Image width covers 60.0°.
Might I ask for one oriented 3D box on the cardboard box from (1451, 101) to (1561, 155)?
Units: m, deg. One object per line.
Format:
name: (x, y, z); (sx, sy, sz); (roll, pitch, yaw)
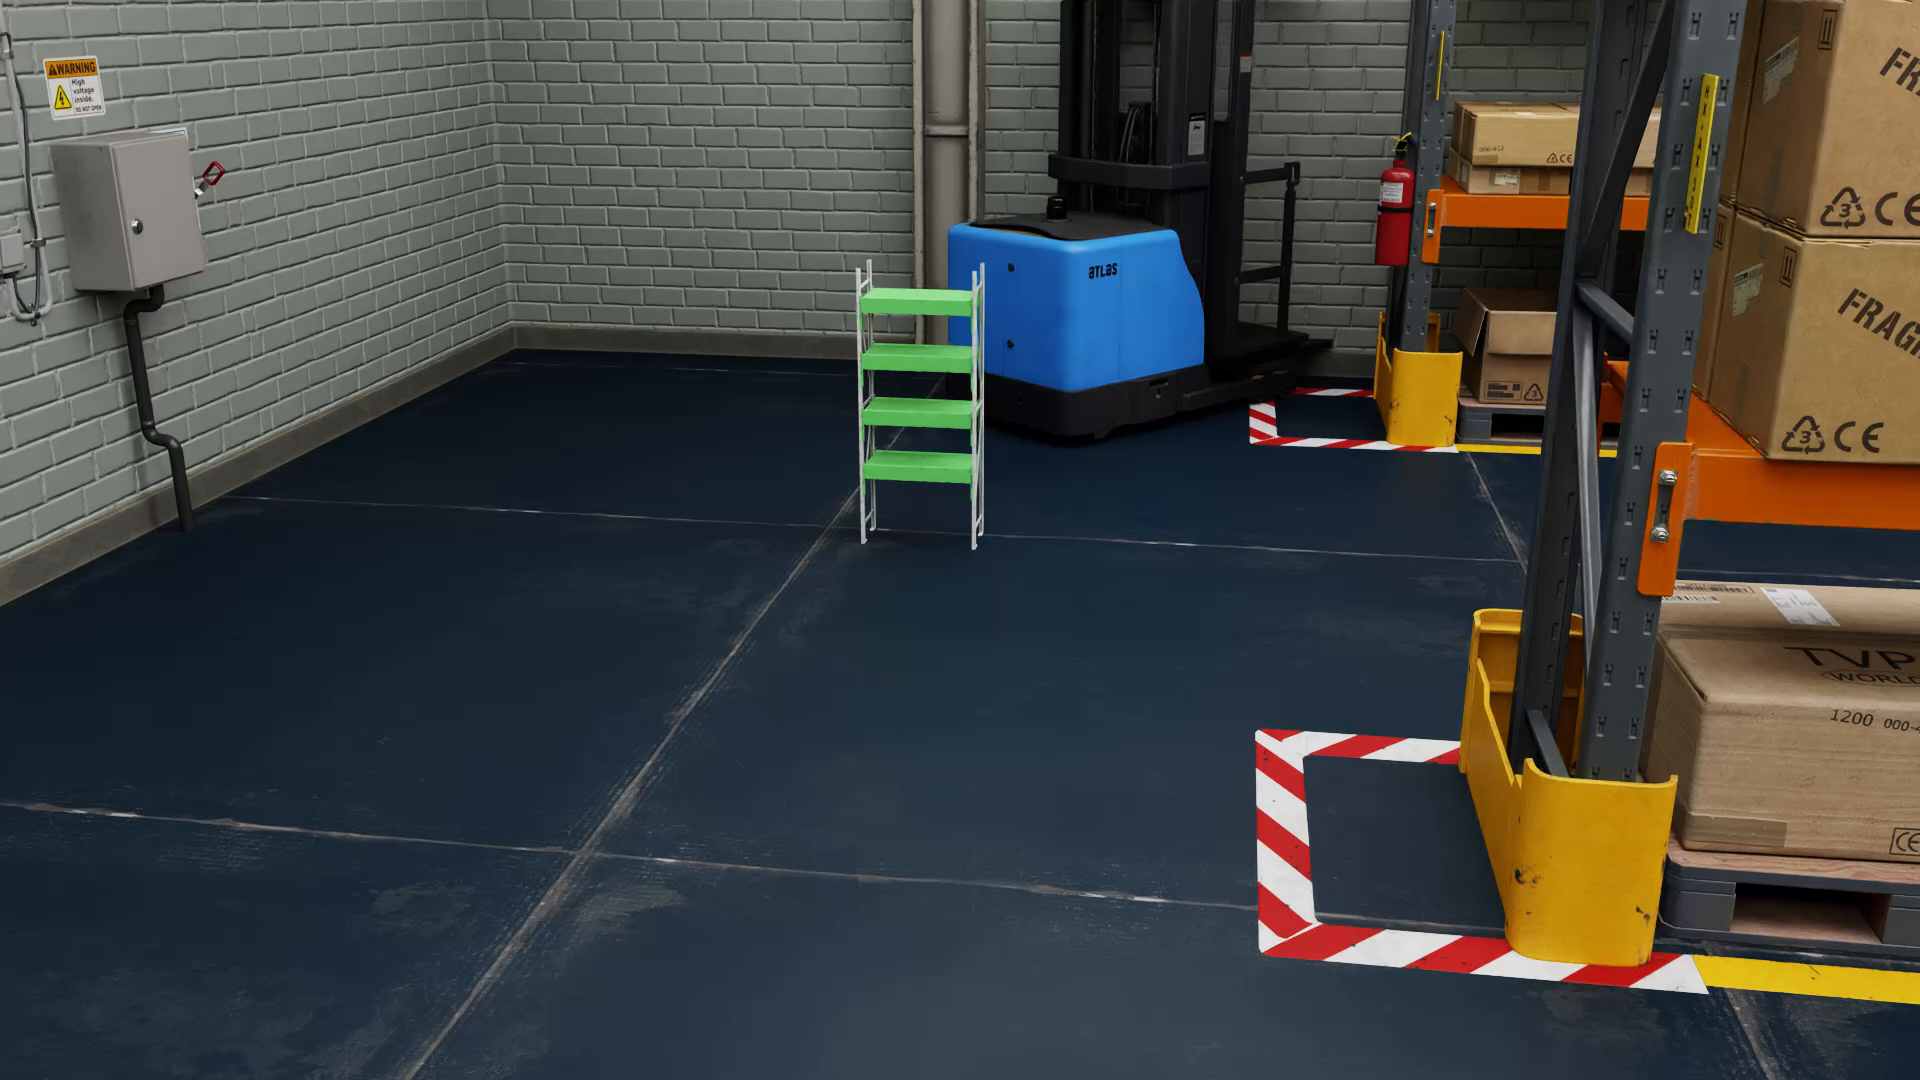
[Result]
cardboard box: (2.951, -2.233, 9.016); (0.500, 0.250, 0.500); (3, 19, 10)

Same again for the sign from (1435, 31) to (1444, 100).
sign: (2.369, -2.343, 8.215); (0.005, 0.325, 0.100); (3, 19, 9)

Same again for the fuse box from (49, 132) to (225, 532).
fuse box: (-3.423, -0.864, 7.188); (0.414, 1.711, 0.539); (3, 19, 9)

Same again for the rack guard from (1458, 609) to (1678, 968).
rack guard: (1.647, 0.637, 4.613); (0.348, 0.500, 1.175); (3, 19, 9)

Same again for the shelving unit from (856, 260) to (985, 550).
shelving unit: (-0.163, -0.577, 7.138); (0.503, 1.200, 0.258); (3, 19, 9)

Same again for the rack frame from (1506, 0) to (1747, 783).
rack frame: (1.671, -0.548, 4.212); (0.127, 3.000, 1.000); (3, 19, 9)

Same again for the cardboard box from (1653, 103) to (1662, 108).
cardboard box: (3.948, -2.180, 8.859); (0.500, 0.250, 0.500); (4, 19, 10)

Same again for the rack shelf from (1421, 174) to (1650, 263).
rack shelf: (4.429, -1.661, 8.674); (4.000, 0.370, 1.077); (3, 19, 9)

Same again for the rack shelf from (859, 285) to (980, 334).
rack shelf: (-0.163, -0.972, 7.006); (0.480, 0.148, 0.258); (3, 19, 9)

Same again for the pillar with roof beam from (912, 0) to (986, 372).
pillar with roof beam: (-0.747, -4.017, 5.127); (0.400, 9.000, 9.100); (3, 19, 9)

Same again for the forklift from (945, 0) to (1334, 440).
forklift: (1.351, -2.293, 9.537); (3.031, 2.935, 1.130); (-16, 24, -39)

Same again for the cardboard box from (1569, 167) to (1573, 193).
cardboard box: (3.259, -1.881, 8.592); (0.250, 0.149, 0.380); (3, 19, 8)

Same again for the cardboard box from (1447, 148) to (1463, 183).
cardboard box: (2.824, -2.051, 9.102); (0.250, 0.149, 0.380); (3, 19, 8)

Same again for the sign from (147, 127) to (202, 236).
sign: (-3.549, -1.595, 7.492); (0.001, 0.494, 0.329); (3, 19, 9)

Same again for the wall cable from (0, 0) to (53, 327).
wall cable: (-3.687, -1.751, 6.207); (0.122, 1.984, 0.588); (3, 19, 9)

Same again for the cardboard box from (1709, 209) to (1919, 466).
cardboard box: (2.099, -0.481, 3.855); (0.500, 0.500, 0.500); (3, 19, 8)

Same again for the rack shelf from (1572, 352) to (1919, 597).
rack shelf: (3.646, -0.106, 4.026); (4.000, 0.370, 1.077); (3, 19, 9)

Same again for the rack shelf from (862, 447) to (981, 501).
rack shelf: (-0.163, -0.289, 7.234); (0.480, 0.148, 0.258); (3, 19, 9)

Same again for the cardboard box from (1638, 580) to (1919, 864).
cardboard box: (2.339, 0.470, 4.547); (0.875, 0.438, 0.875); (2, 19, 7)

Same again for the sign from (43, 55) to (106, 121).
sign: (-3.636, -1.860, 6.832); (0.001, 0.242, 0.339); (3, 19, 9)

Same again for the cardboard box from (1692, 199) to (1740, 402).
cardboard box: (2.189, -0.654, 4.372); (0.500, 0.500, 0.500); (3, 19, 9)

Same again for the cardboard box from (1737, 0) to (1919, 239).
cardboard box: (2.100, -0.956, 3.699); (0.500, 0.500, 0.500); (3, 19, 7)

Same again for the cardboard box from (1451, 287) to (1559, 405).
cardboard box: (3.044, -1.058, 9.009); (0.637, 0.503, 0.797); (2, 19, 6)

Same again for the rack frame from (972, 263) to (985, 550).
rack frame: (0.077, -0.565, 7.101); (0.015, 1.200, 0.240); (3, 19, 9)

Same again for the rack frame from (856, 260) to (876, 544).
rack frame: (-0.404, -0.590, 7.174); (0.015, 1.200, 0.240); (3, 19, 9)

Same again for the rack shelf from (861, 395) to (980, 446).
rack shelf: (-0.163, -0.517, 7.158); (0.480, 0.148, 0.258); (3, 19, 9)

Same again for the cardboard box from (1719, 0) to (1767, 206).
cardboard box: (2.185, -1.119, 4.188); (0.500, 0.500, 0.500); (4, 19, 10)

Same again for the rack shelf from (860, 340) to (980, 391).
rack shelf: (-0.163, -0.744, 7.082); (0.480, 0.148, 0.258); (3, 19, 9)

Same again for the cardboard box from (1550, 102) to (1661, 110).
cardboard box: (3.460, -2.206, 8.938); (0.500, 0.250, 0.500); (3, 19, 9)

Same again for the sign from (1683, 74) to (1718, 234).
sign: (1.577, -0.822, 3.544); (0.005, 0.325, 0.100); (3, 19, 9)

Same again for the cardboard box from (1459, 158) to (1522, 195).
cardboard box: (2.736, -1.881, 8.594); (0.250, 0.149, 0.380); (3, 19, 8)

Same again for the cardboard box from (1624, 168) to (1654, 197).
cardboard box: (3.499, -1.849, 8.497); (0.250, 0.149, 0.380); (4, 19, 10)

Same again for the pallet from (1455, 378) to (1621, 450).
pallet: (3.317, -0.737, 9.172); (1.213, 0.211, 1.003); (3, 19, 9)

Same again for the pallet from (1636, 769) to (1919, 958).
pallet: (2.473, 0.791, 4.608); (1.213, 0.211, 1.003); (3, 19, 9)

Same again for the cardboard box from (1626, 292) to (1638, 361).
cardboard box: (3.881, -1.001, 8.845); (0.500, 0.500, 0.700); (4, 19, 11)

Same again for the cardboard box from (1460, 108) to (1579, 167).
cardboard box: (2.860, -2.066, 8.517); (0.500, 0.250, 0.500); (3, 19, 9)

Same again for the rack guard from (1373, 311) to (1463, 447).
rack guard: (2.530, -0.914, 9.246); (0.348, 0.500, 1.175); (3, 19, 9)

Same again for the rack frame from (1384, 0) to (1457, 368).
rack frame: (2.455, -2.103, 8.860); (0.127, 3.000, 1.000); (3, 19, 9)

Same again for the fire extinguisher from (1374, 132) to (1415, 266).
fire extinguisher: (2.236, -1.752, 8.521); (0.183, 0.674, 0.296); (3, 19, 9)

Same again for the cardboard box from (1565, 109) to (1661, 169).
cardboard box: (3.358, -2.040, 8.441); (0.500, 0.250, 0.500); (3, 19, 9)

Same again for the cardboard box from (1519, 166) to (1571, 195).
cardboard box: (2.994, -1.883, 8.599); (0.250, 0.149, 0.380); (3, 19, 10)
